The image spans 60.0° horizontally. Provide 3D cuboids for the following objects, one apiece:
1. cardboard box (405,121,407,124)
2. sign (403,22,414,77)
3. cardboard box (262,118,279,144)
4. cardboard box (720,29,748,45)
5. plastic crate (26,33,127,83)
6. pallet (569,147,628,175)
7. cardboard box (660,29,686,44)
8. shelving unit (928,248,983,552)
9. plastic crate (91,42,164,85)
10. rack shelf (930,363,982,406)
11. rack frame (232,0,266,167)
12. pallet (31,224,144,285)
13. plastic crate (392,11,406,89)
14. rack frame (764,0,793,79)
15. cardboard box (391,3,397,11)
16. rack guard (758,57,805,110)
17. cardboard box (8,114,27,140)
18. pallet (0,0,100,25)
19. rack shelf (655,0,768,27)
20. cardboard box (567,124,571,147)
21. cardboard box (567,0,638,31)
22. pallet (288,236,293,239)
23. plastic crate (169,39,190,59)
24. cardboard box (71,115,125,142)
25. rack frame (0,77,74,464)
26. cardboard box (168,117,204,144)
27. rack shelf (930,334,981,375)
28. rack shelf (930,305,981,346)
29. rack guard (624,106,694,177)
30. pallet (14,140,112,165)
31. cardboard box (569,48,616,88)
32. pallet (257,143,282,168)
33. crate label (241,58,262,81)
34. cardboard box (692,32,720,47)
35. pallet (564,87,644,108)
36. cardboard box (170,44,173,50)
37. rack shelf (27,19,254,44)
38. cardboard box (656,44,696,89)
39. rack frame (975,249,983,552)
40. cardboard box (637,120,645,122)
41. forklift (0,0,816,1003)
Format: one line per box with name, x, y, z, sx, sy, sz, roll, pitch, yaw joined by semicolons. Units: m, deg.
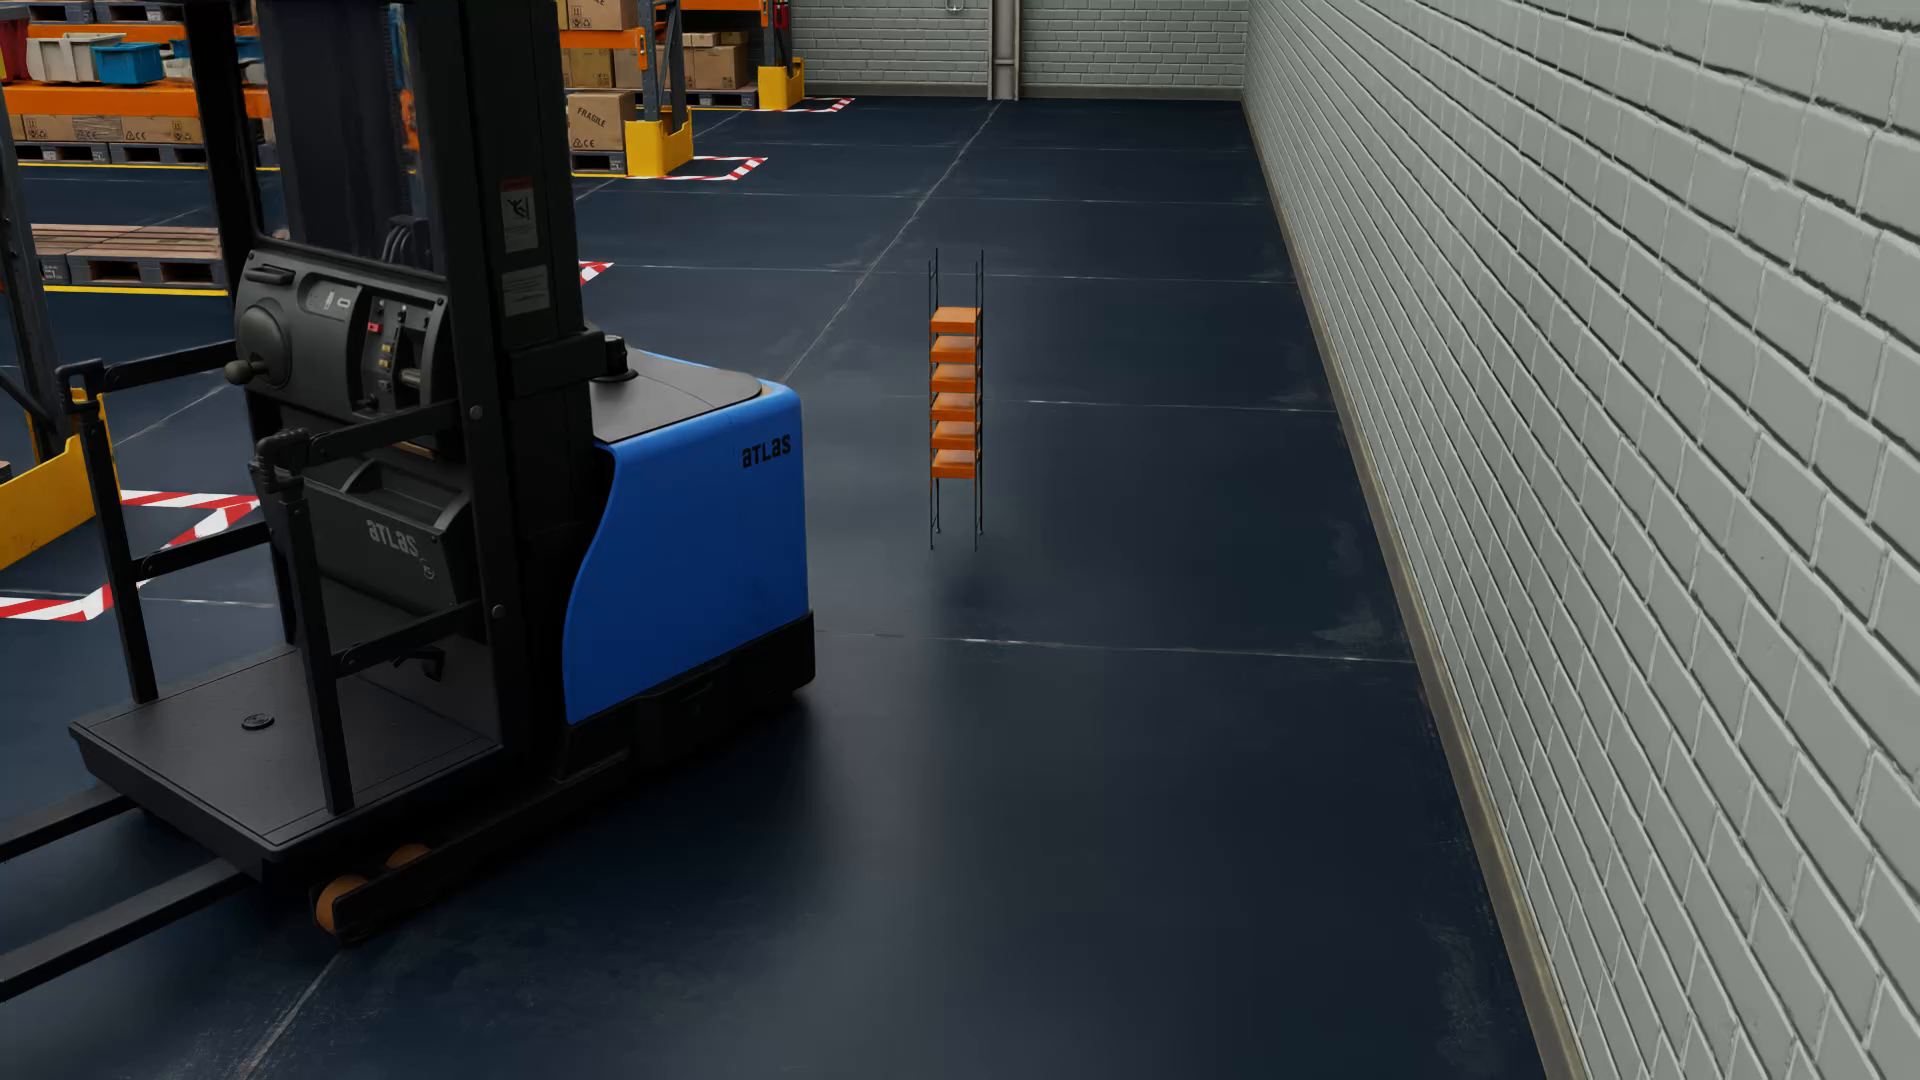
cardboard box;-5.430;-4.169;16.464;0.500;0.311;0.500;2;22;6
sign;-3.437;-3.061;10.381;0.005;0.325;0.100;2;22;6
cardboard box;-6.383;-4.025;16.101;0.500;0.311;0.500;2;22;6
cardboard box;-2.782;-6.200;20.489;0.250;0.149;0.380;3;22;7
plastic crate;-5.866;-3.200;11.032;0.530;0.282;0.437;2;22;6
pallet;-3.669;-3.736;16.103;1.213;0.211;1.003;2;22;6
cardboard box;-3.534;-6.233;20.571;0.250;0.149;0.380;3;22;7
shelving unit;-0.014;-0.559;6.721;0.189;1.200;0.258;2;22;6
plastic crate;-5.458;-3.132;10.929;0.300;0.233;0.416;2;22;6
rack shelf;-0.014;-0.629;6.693;0.180;0.103;0.258;2;22;6
rack frame;-6.774;-5.168;15.933;0.127;3.000;1.000;2;22;6
pallet;-6.626;-2.046;11.827;1.213;0.211;1.003;2;22;6
plastic crate;-3.743;-3.178;10.768;0.499;0.435;0.616;2;22;6
rack frame;-2.223;-6.804;20.070;0.127;3.000;1.000;2;22;6
cardboard box;-5.295;-5.050;15.497;0.500;0.500;0.500;2;22;6
rack guard;-2.199;-5.641;20.527;0.348;0.500;1.175;2;22;6
cardboard box;-9.310;-4.215;16.324;0.500;0.500;0.500;2;22;6
pallet;-8.815;-5.170;16.197;1.213;0.211;1.003;2;22;6
rack shelf;-4.209;-6.556;20.421;4.000;0.370;1.077;2;22;6
cardboard box;-3.763;-3.866;15.895;0.250;0.166;0.380;2;22;6
cardboard box;-3.279;-4.962;15.274;0.500;0.500;0.500;3;22;8
pallet;-4.203;-1.940;11.560;1.213;0.211;1.003;2;22;6
plastic crate;-5.201;-3.338;11.449;0.300;0.233;0.416;2;22;6
cardboard box;-8.286;-4.174;16.218;0.500;0.500;0.500;3;22;7
rack frame;-3.972;-1.379;6.347;0.127;3.000;1.000;2;22;6
cardboard box;-7.298;-4.127;16.101;0.500;0.500;0.500;2;22;6
rack shelf;-0.014;-0.740;6.649;0.180;0.103;0.258;2;22;6
rack shelf;-0.014;-0.852;6.605;0.180;0.103;0.258;2;22;6
rack guard;-2.878;-3.836;15.963;0.348;0.500;1.175;2;22;6
pallet;-8.801;-3.945;16.631;1.213;0.211;1.003;2;22;6
cardboard box;-4.457;-5.894;20.598;0.500;0.500;0.700;3;22;8
pallet;-6.092;-3.841;16.370;1.213;0.211;1.003;2;22;6
crate label;-4.785;-3.082;10.934;0.243;0.136;0.396;2;22;6
cardboard box;-3.079;-6.071;20.163;0.250;0.149;0.380;2;22;6
pallet;-4.234;-5.567;20.734;1.213;0.211;1.003;2;22;6
cardboard box;-9.452;-6.266;21.062;0.750;0.750;0.750;2;22;6
rack shelf;-8.760;-4.920;16.284;4.000;0.370;1.077;2;22;6
cardboard box;-3.427;-5.852;20.492;0.500;0.500;0.700;2;22;6
rack frame;0.076;-0.555;6.711;0.006;1.200;0.240;2;22;6
cardboard box;-3.177;-4.018;16.302;0.250;0.149;0.380;2;22;6
forklift;-1.795;-0.531;4.295;1.130;2.935;3.031;16;27;35
